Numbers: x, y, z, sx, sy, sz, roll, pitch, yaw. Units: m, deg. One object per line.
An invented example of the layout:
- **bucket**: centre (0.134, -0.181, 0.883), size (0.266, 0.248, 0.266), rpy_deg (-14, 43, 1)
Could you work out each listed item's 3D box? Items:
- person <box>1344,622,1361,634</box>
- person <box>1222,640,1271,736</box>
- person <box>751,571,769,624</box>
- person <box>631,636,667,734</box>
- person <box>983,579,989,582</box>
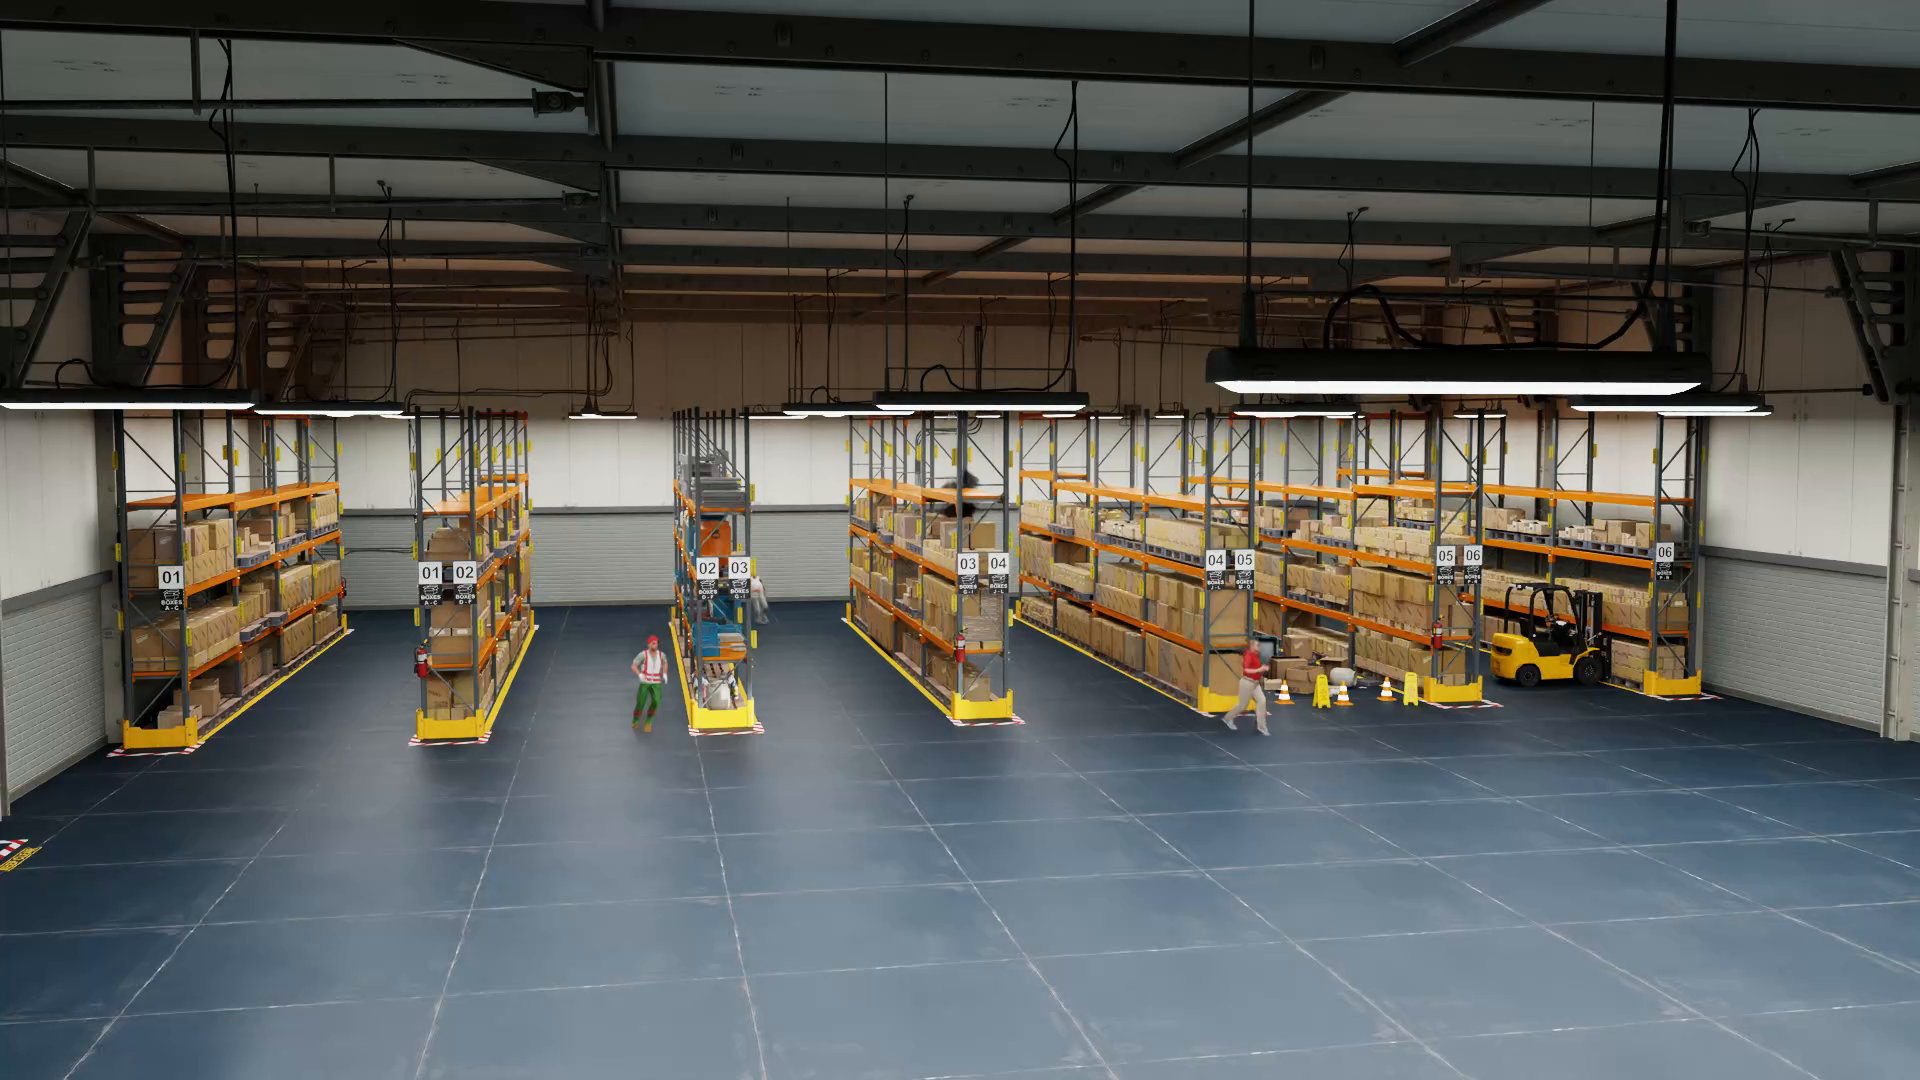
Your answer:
- **person**: centre (10.107, 1.815, 42.894), size (0.708, 1.735, 0.635), rpy_deg (-1, 4, -18)
- **person**: centre (5.265, 2.716, 30.507), size (0.919, 1.801, 0.657), rpy_deg (2, 5, 31)
- **person**: centre (-5.710, 1.593, 46.830), size (0.695, 1.594, 0.611), rpy_deg (-2, 5, -31)
- **person**: centre (-5.723, 2.663, 30.778), size (0.719, 1.781, 0.666), rpy_deg (-2, 4, -24)
- **person**: centre (0.554, 1.422, 47.673), size (0.673, 1.784, 0.865), rpy_deg (0, 4, 6)
